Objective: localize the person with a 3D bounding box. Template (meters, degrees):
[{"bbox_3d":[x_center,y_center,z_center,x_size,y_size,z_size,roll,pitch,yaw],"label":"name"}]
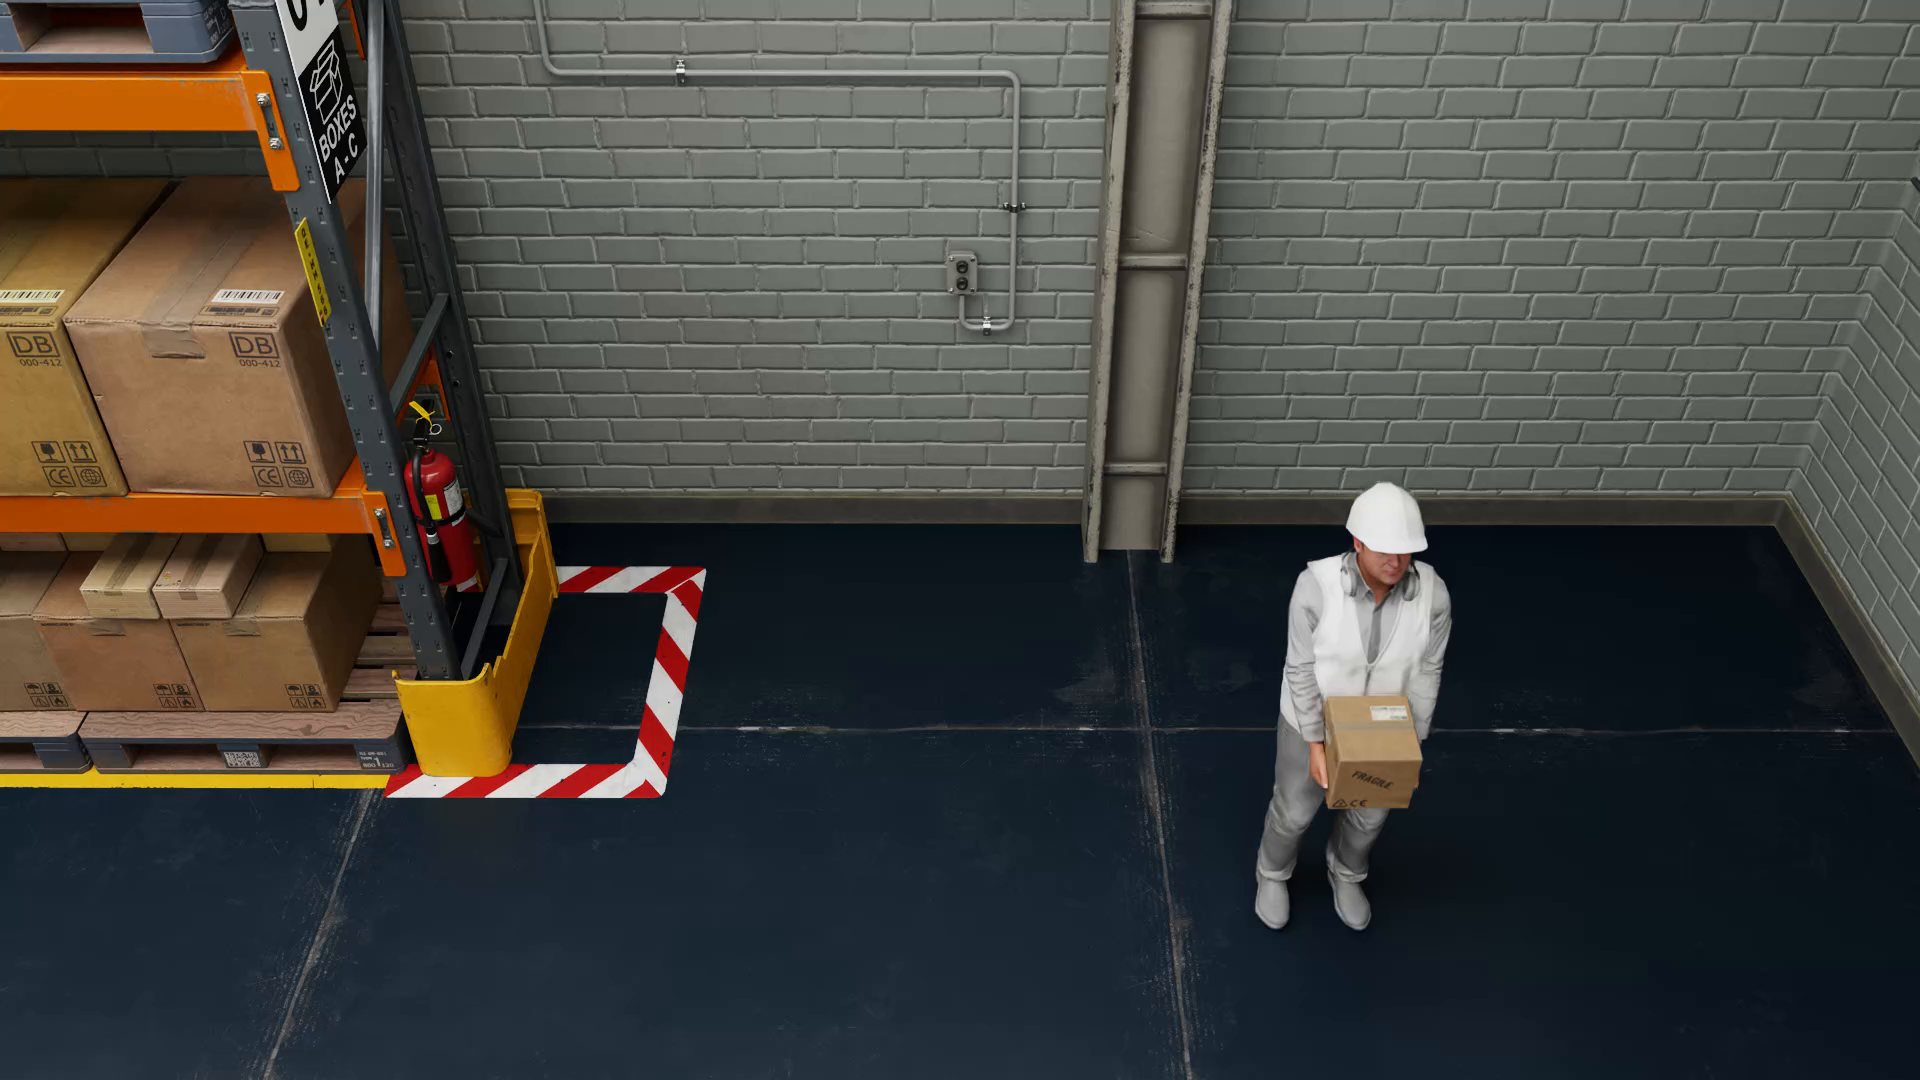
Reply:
[{"bbox_3d":[1.270,0.625,5.369,0.514,1.775,0.542,0,39,0],"label":"person"}]
